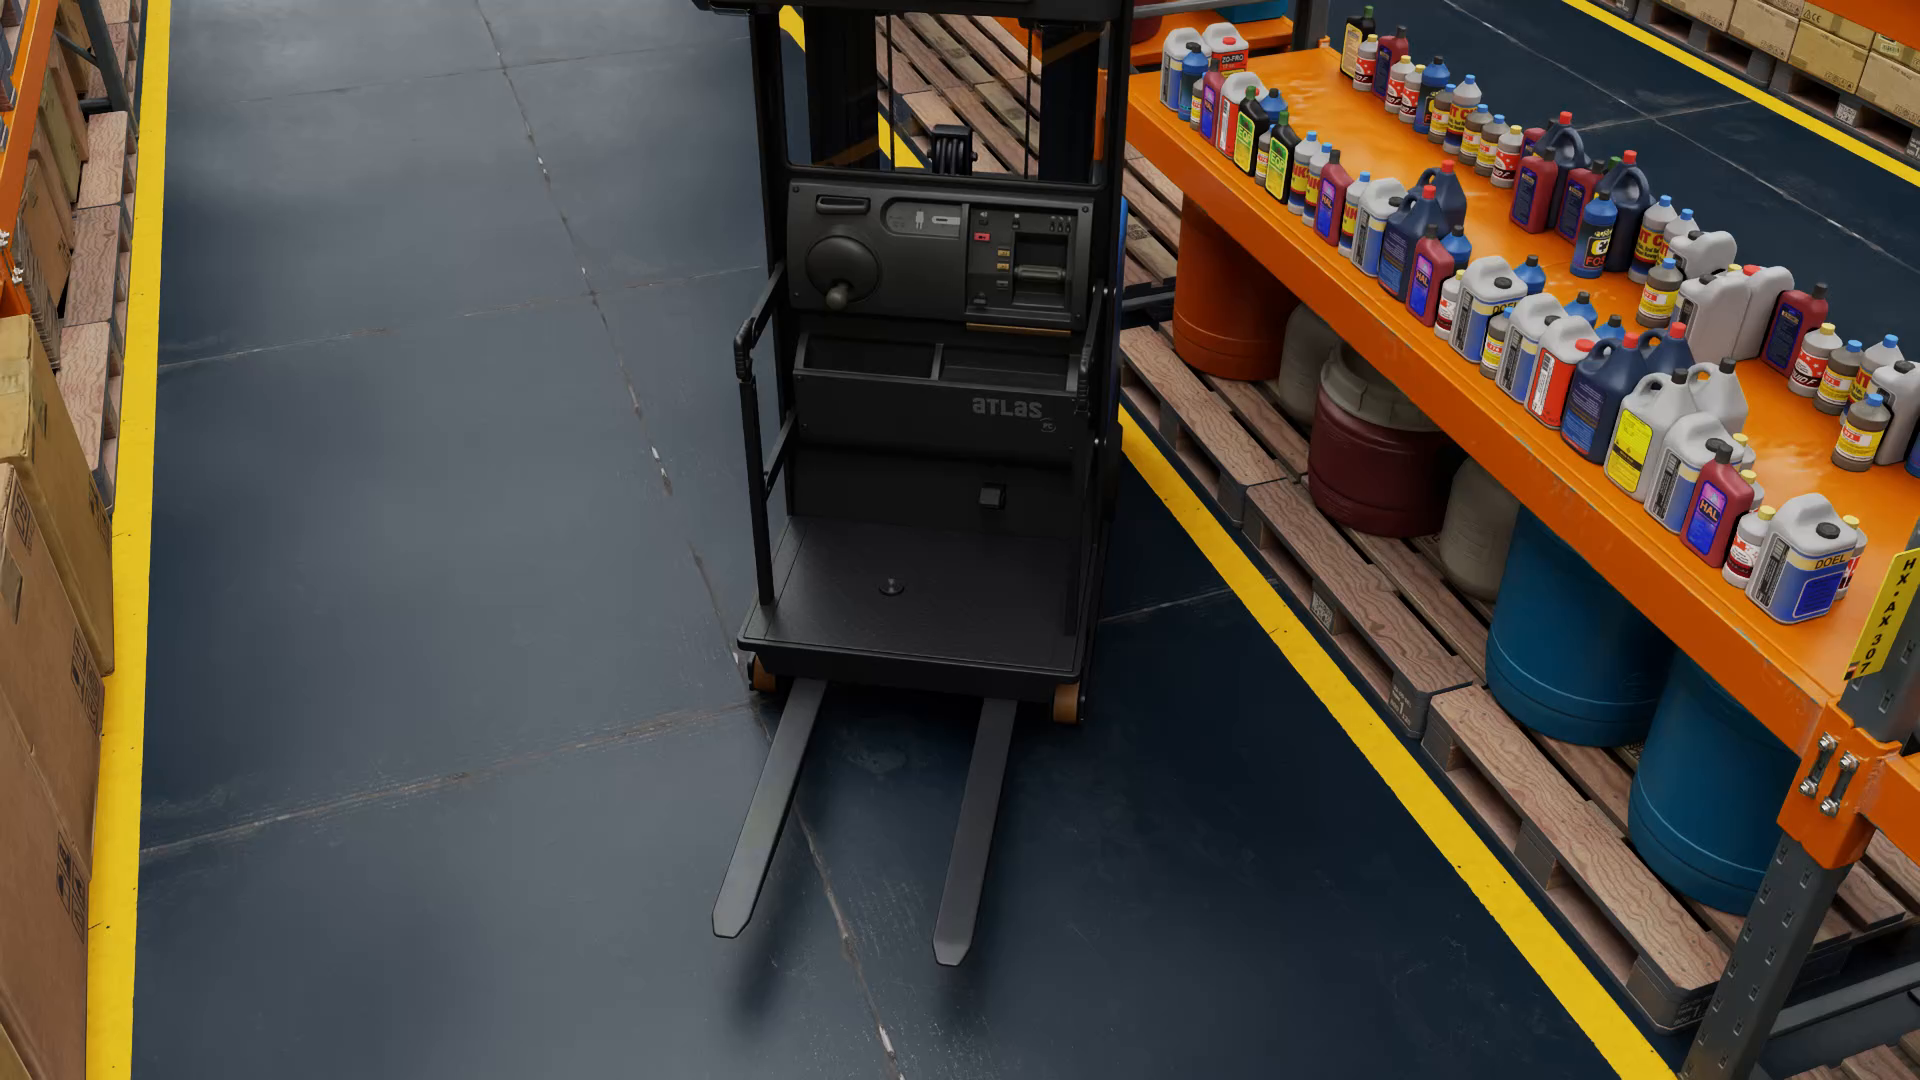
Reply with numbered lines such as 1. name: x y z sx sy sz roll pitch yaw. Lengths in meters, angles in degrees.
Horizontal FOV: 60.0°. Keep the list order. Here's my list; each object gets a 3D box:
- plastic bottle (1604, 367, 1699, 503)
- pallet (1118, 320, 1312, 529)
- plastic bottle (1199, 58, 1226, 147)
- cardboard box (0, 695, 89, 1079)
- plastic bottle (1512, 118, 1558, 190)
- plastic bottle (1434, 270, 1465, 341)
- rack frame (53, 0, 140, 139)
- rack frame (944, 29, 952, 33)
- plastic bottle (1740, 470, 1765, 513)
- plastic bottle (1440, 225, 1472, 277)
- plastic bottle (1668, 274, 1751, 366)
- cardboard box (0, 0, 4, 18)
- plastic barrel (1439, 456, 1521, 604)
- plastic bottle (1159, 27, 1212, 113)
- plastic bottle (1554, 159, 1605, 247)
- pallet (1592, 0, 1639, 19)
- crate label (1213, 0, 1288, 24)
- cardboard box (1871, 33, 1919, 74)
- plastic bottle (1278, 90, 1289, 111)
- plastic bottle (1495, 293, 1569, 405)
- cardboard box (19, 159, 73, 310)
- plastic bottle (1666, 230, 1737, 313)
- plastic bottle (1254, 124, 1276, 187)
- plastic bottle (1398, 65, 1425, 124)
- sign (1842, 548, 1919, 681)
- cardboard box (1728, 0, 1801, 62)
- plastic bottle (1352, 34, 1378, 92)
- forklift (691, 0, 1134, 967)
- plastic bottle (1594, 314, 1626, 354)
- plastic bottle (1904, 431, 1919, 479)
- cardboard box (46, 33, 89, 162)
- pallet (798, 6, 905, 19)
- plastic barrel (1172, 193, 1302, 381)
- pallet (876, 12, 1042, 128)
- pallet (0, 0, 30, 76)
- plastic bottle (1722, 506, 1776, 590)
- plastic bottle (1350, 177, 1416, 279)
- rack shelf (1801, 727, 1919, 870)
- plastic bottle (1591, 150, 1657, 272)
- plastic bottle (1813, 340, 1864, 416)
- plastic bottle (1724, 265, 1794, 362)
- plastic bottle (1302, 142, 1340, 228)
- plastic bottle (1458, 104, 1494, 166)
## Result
1. plastic bottle: 1.750 -0.285 4.176 0.144 0.351 0.185 -12 39 -16
2. pallet: 1.308 -0.562 6.821 1.003 0.211 1.213 -12 39 -16
3. plastic bottle: 0.913 -1.560 5.925 0.061 0.283 0.133 -12 39 -16
4. cardboard box: -2.824 0.991 3.858 1.225 0.875 0.875 -14 39 -18
5. plastic bottle: 1.930 -1.281 5.554 0.061 0.283 0.133 -12 39 -16
6. plastic bottle: 1.444 -0.688 4.835 0.097 0.201 0.097 0 37 0
7. rack frame: -5.030 -3.347 8.201 1.000 3.000 0.127 -12 39 -16
8. rack frame: -0.379 -4.373 9.562 1.000 3.000 0.127 -12 39 -16
9. plastic bottle: 1.880 -0.078 4.025 0.097 0.201 0.097 0 37 0
10. plastic bottle: 1.455 -0.804 4.931 0.097 0.271 0.097 0 37 0
11. plastic bottle: 2.111 -0.636 4.704 0.152 0.276 0.135 -12 39 -16
12. cardboard box: -4.014 -2.190 6.440 0.500 0.250 0.500 -14 39 -17
13. plastic barrel: 1.849 -0.076 5.576 0.421 0.512 0.421 0 37 0
14. plastic bottle: 0.843 -1.752 6.186 0.152 0.276 0.135 -12 39 -16
15. plastic bottle: 1.983 -1.088 5.298 0.061 0.283 0.133 -12 39 -16
16. pallet: 4.563 -3.874 11.218 1.003 0.211 1.213 -12 39 -16
17. crate label: 1.204 -2.362 7.031 0.303 0.233 0.416 -12 39 -16
18. cardboard box: 5.238 -2.675 8.778 0.500 0.311 0.500 -11 38 -15
19. plastic bottle: 1.113 -1.497 5.910 0.097 0.201 0.097 0 37 0
20. plastic bottle: 1.589 -0.527 4.559 0.152 0.276 0.135 -12 39 -16
21. cardboard box: -4.307 -1.269 7.153 0.700 0.500 0.500 -9 38 -12
22. plastic bottle: 2.174 -0.798 4.920 0.152 0.276 0.135 -12 39 -16
23. plastic bottle: 1.062 -1.314 5.667 0.097 0.201 0.097 0 37 0
24. plastic bottle: 1.673 -1.639 6.098 0.097 0.201 0.097 0 37 0
25. sign: 1.857 0.149 3.329 0.100 0.325 0.005 -12 39 -16
26. cardboard box: 4.889 -3.028 9.713 0.500 0.250 0.500 -12 39 -15
27. plastic bottle: 1.560 -1.824 6.344 0.097 0.201 0.097 0 37 0
28. forklift: -0.097 -0.799 4.875 1.130 2.935 3.031 5 37 7
29. plastic bottle: 1.746 -0.485 4.508 0.097 0.271 0.097 0 37 0
30. plastic bottle: 2.512 -0.289 4.248 0.097 0.271 0.097 0 37 0
31. cardboard box: -4.838 -2.173 8.354 0.700 0.500 0.500 -15 40 -19
32. pallet: -0.571 -3.647 10.916 1.003 0.211 1.213 -12 39 -16
33. plastic barrel: 1.182 -1.141 6.726 0.600 0.830 0.708 -12 39 -16
34. pallet: -0.072 -2.823 9.823 1.003 0.211 1.213 -12 39 -16
35. pallet: -4.373 -2.121 6.732 1.003 0.211 1.213 -12 39 -16
36. plastic bottle: 1.869 0.010 3.908 0.097 0.201 0.097 0 37 0
37. plastic bottle: 1.320 -0.969 5.146 0.152 0.276 0.135 -12 39 -16
38. rack shelf: 3.062 1.564 2.279 1.077 0.370 4.000 -12 39 -16
39. plastic bottle: 2.056 -1.029 5.164 0.144 0.351 0.185 -12 39 -16
40. plastic bottle: 2.399 -0.447 4.516 0.097 0.201 0.097 0 37 0
41. plastic bottle: 2.254 -0.667 4.746 0.152 0.276 0.135 -12 39 -16
42. plastic bottle: 1.175 -1.157 5.400 0.097 0.271 0.097 0 37 0
43. plastic bottle: 1.807 -1.419 5.806 0.097 0.201 0.097 0 37 0
